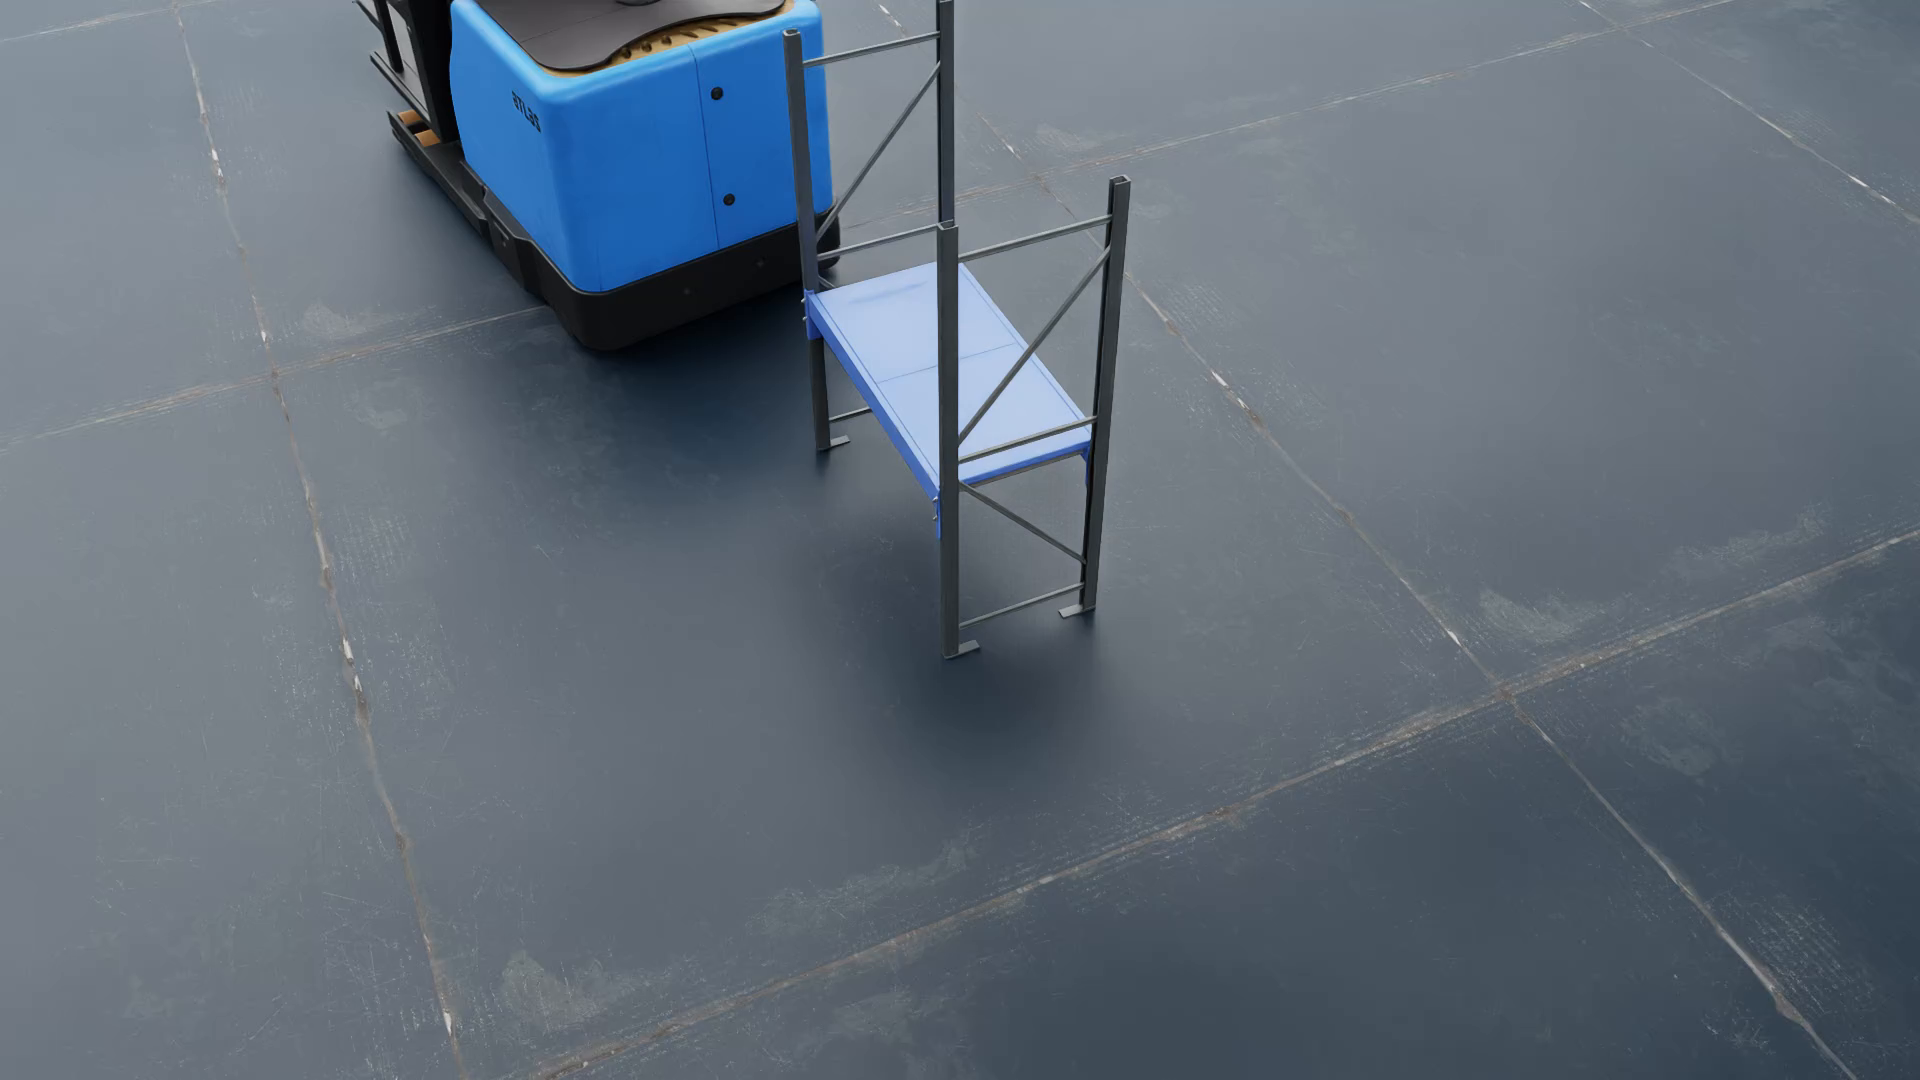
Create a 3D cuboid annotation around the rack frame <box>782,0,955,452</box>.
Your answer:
[{"bbox_3d":[-0.250,-0.912,5.107,0.500,1.500,0.032,-18,47,-17],"label":"rack frame"}]

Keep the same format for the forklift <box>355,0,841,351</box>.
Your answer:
[{"bbox_3d":[-1.689,-2.711,5.911,1.130,2.935,3.031,-26,50,-24],"label":"forklift"}]

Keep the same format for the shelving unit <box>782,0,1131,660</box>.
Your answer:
[{"bbox_3d":[-0.036,-0.588,4.778,0.538,1.500,1.048,-18,47,-17],"label":"shelving unit"}]

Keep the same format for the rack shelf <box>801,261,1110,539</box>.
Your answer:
[{"bbox_3d":[-0.036,-0.460,4.905,0.538,0.185,1.000,-18,47,-17],"label":"rack shelf"}]

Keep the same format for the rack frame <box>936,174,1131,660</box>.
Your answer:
[{"bbox_3d":[0.178,-0.264,4.450,0.500,1.500,0.032,-18,47,-17],"label":"rack frame"}]
